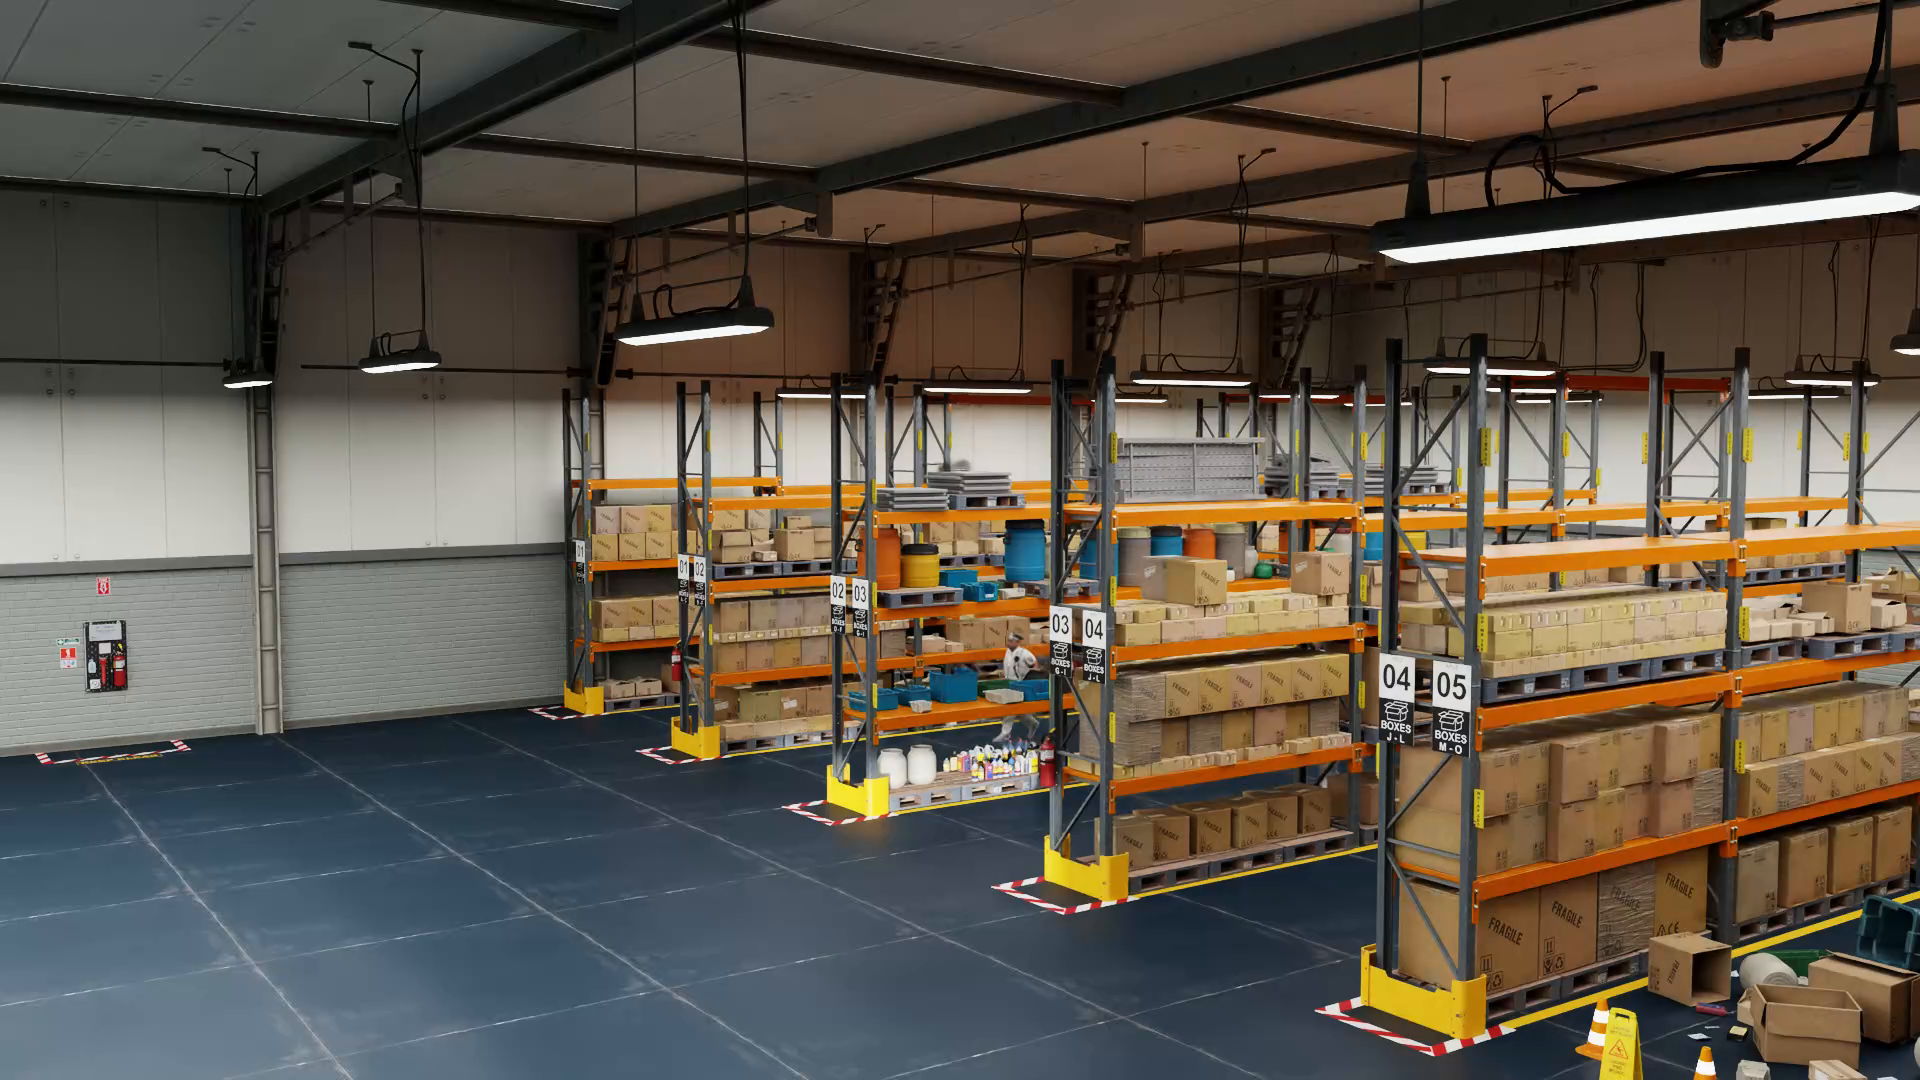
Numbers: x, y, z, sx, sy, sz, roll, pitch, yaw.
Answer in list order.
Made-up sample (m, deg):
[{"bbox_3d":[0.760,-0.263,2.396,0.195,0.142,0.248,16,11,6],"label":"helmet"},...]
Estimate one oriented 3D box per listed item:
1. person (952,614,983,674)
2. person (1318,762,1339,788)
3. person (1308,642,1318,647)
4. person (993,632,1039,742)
[{"bbox_3d":[0.106,2.011,32.352,0.772,1.672,0.582,-3,4,-35],"label":"person"},{"bbox_3d":[5.331,2.719,24.433,0.833,1.827,0.689,-3,5,-43],"label":"person"},{"bbox_3d":[6.218,2.392,30.152,0.896,1.691,0.676,-3,5,-36],"label":"person"},{"bbox_3d":[0.925,2.343,26.575,0.896,1.791,0.686,-3,4,-34],"label":"person"}]
